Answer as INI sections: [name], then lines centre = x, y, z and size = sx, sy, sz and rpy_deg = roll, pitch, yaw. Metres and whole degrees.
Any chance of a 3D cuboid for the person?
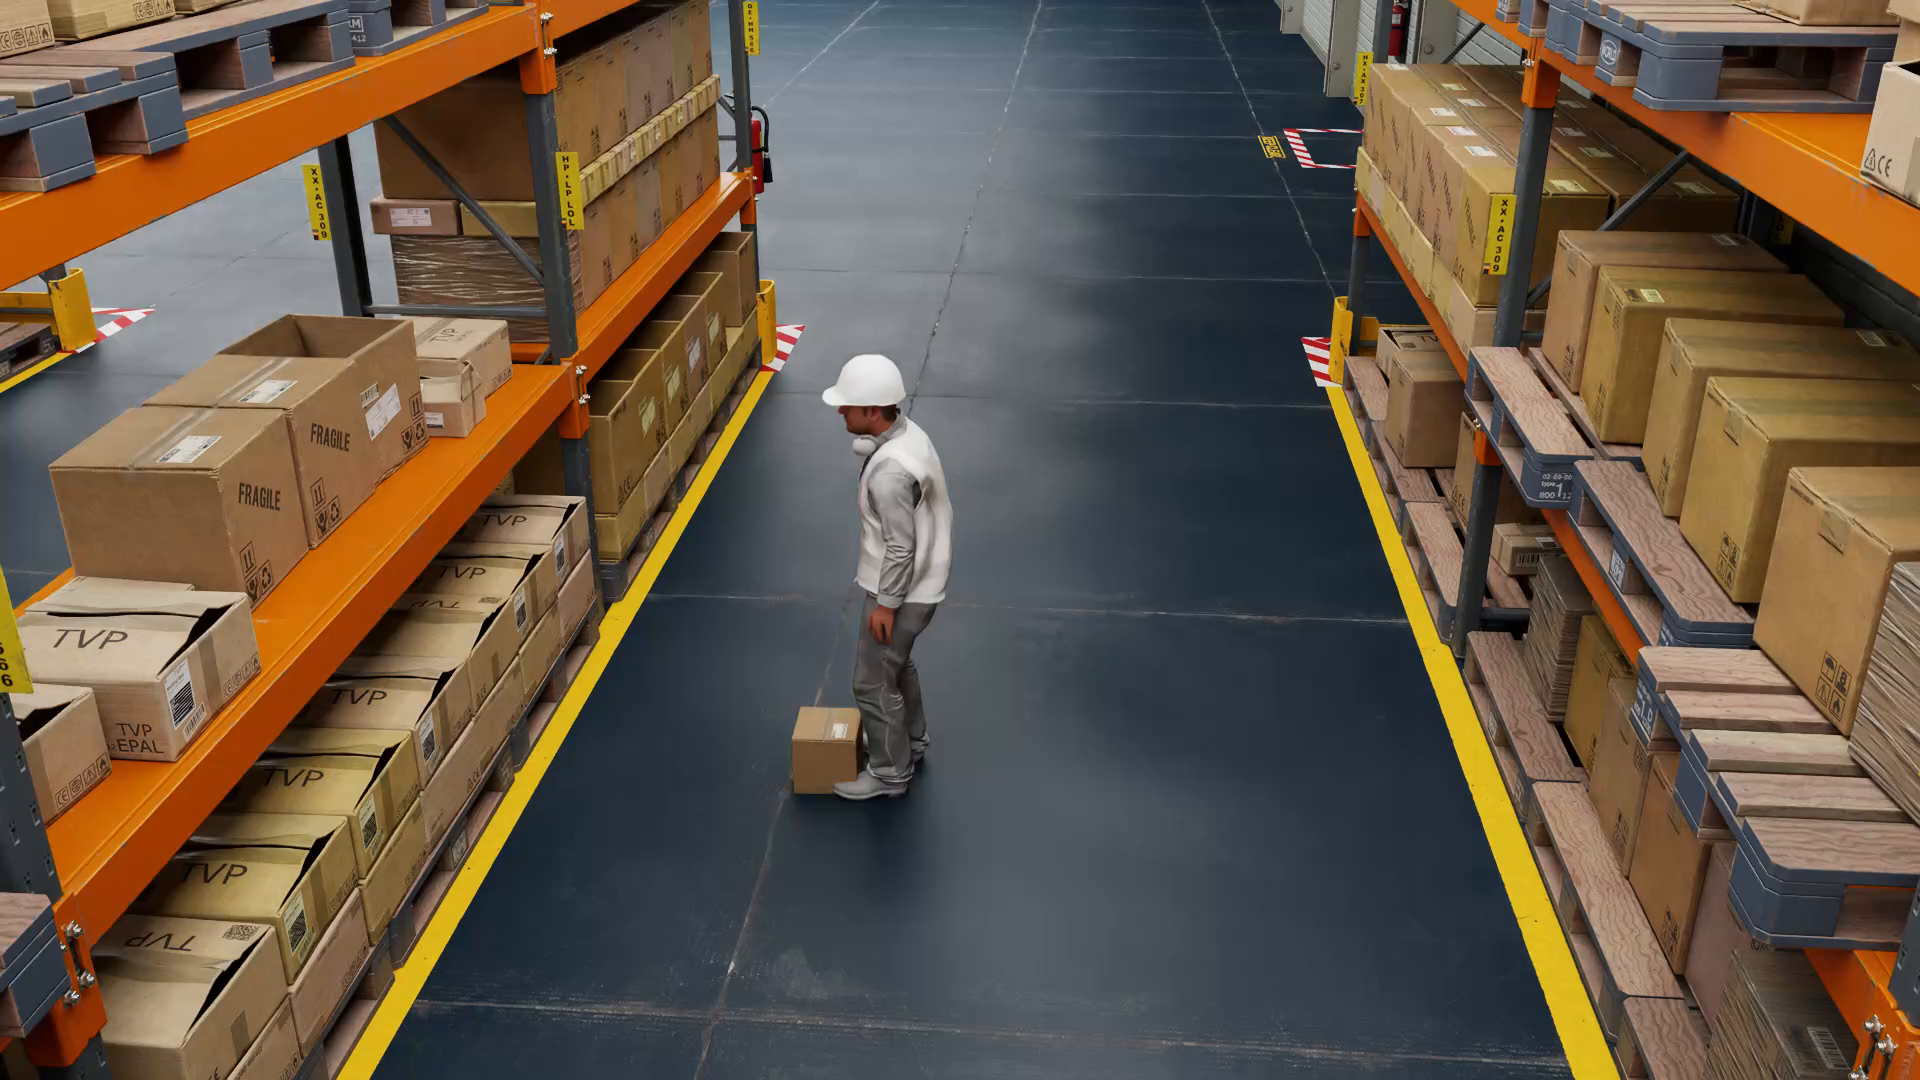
[person]
centre = -0.262, 0.148, 6.248
size = 0.476, 1.769, 0.580
rpy_deg = 1, 24, 1
